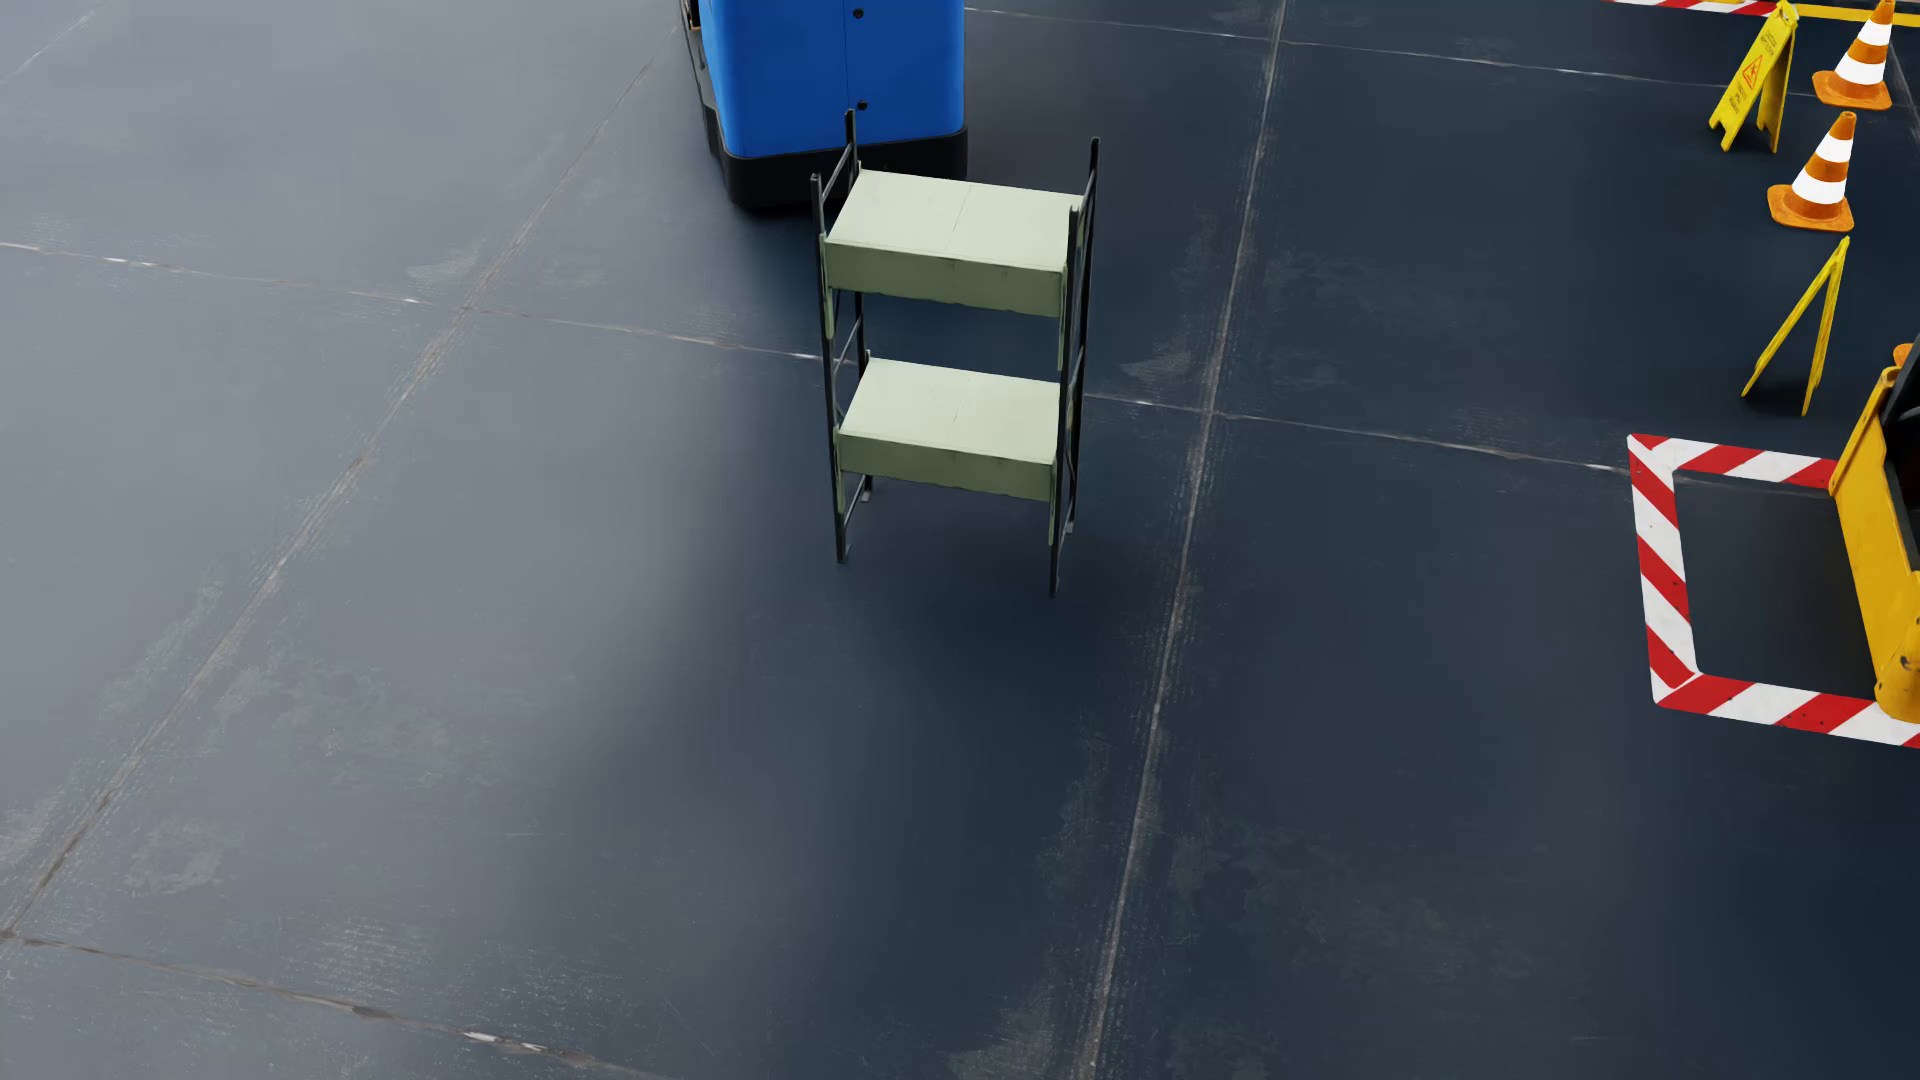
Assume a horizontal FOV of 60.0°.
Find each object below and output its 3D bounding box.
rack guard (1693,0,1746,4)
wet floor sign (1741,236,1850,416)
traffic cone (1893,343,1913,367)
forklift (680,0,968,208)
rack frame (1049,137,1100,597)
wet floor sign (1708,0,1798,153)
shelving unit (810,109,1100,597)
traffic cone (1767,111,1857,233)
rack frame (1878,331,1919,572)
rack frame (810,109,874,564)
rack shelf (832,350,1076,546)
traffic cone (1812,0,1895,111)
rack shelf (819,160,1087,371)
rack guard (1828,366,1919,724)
[{"bbox_3d":[4.047,-3.377,8.898,0.348,0.500,1.175,9,45,9],"label":"rack guard"},{"bbox_3d":[3.136,-0.813,6.130,0.232,0.644,0.267,24,49,23],"label":"wet floor sign"},{"bbox_3d":[3.790,-0.802,6.250,0.334,0.463,0.336,9,45,9],"label":"traffic cone"},{"bbox_3d":[-0.788,-3.514,7.287,1.130,2.935,3.031,-9,45,-9],"label":"forklift"},{"bbox_3d":[0.351,-0.486,5.173,0.023,1.500,0.400,9,45,9],"label":"rack frame"},{"bbox_3d":[3.610,-2.090,7.456,0.232,0.644,0.267,2,44,2],"label":"wet floor sign"},{"bbox_3d":[-0.007,-0.541,5.231,0.755,1.500,0.431,9,45,9],"label":"shelving unit"},{"bbox_3d":[3.700,-1.605,7.084,0.334,0.463,0.336,9,45,9],"label":"traffic cone"},{"bbox_3d":[3.088,-0.909,4.531,0.127,3.000,1.000,9,45,9],"label":"rack frame"},{"bbox_3d":[-0.364,-0.597,5.289,0.023,1.500,0.400,9,45,9],"label":"rack frame"},{"bbox_3d":[-0.007,-0.306,5.457,0.720,0.370,0.431,9,45,9],"label":"rack shelf"},{"bbox_3d":[4.279,-2.318,7.825,0.334,0.463,0.336,9,45,9],"label":"traffic cone"},{"bbox_3d":[-0.007,-0.823,4.960,0.720,0.370,0.431,9,45,9],"label":"rack shelf"},{"bbox_3d":[3.162,0.003,5.386,0.348,0.500,1.175,9,45,9],"label":"rack guard"}]
